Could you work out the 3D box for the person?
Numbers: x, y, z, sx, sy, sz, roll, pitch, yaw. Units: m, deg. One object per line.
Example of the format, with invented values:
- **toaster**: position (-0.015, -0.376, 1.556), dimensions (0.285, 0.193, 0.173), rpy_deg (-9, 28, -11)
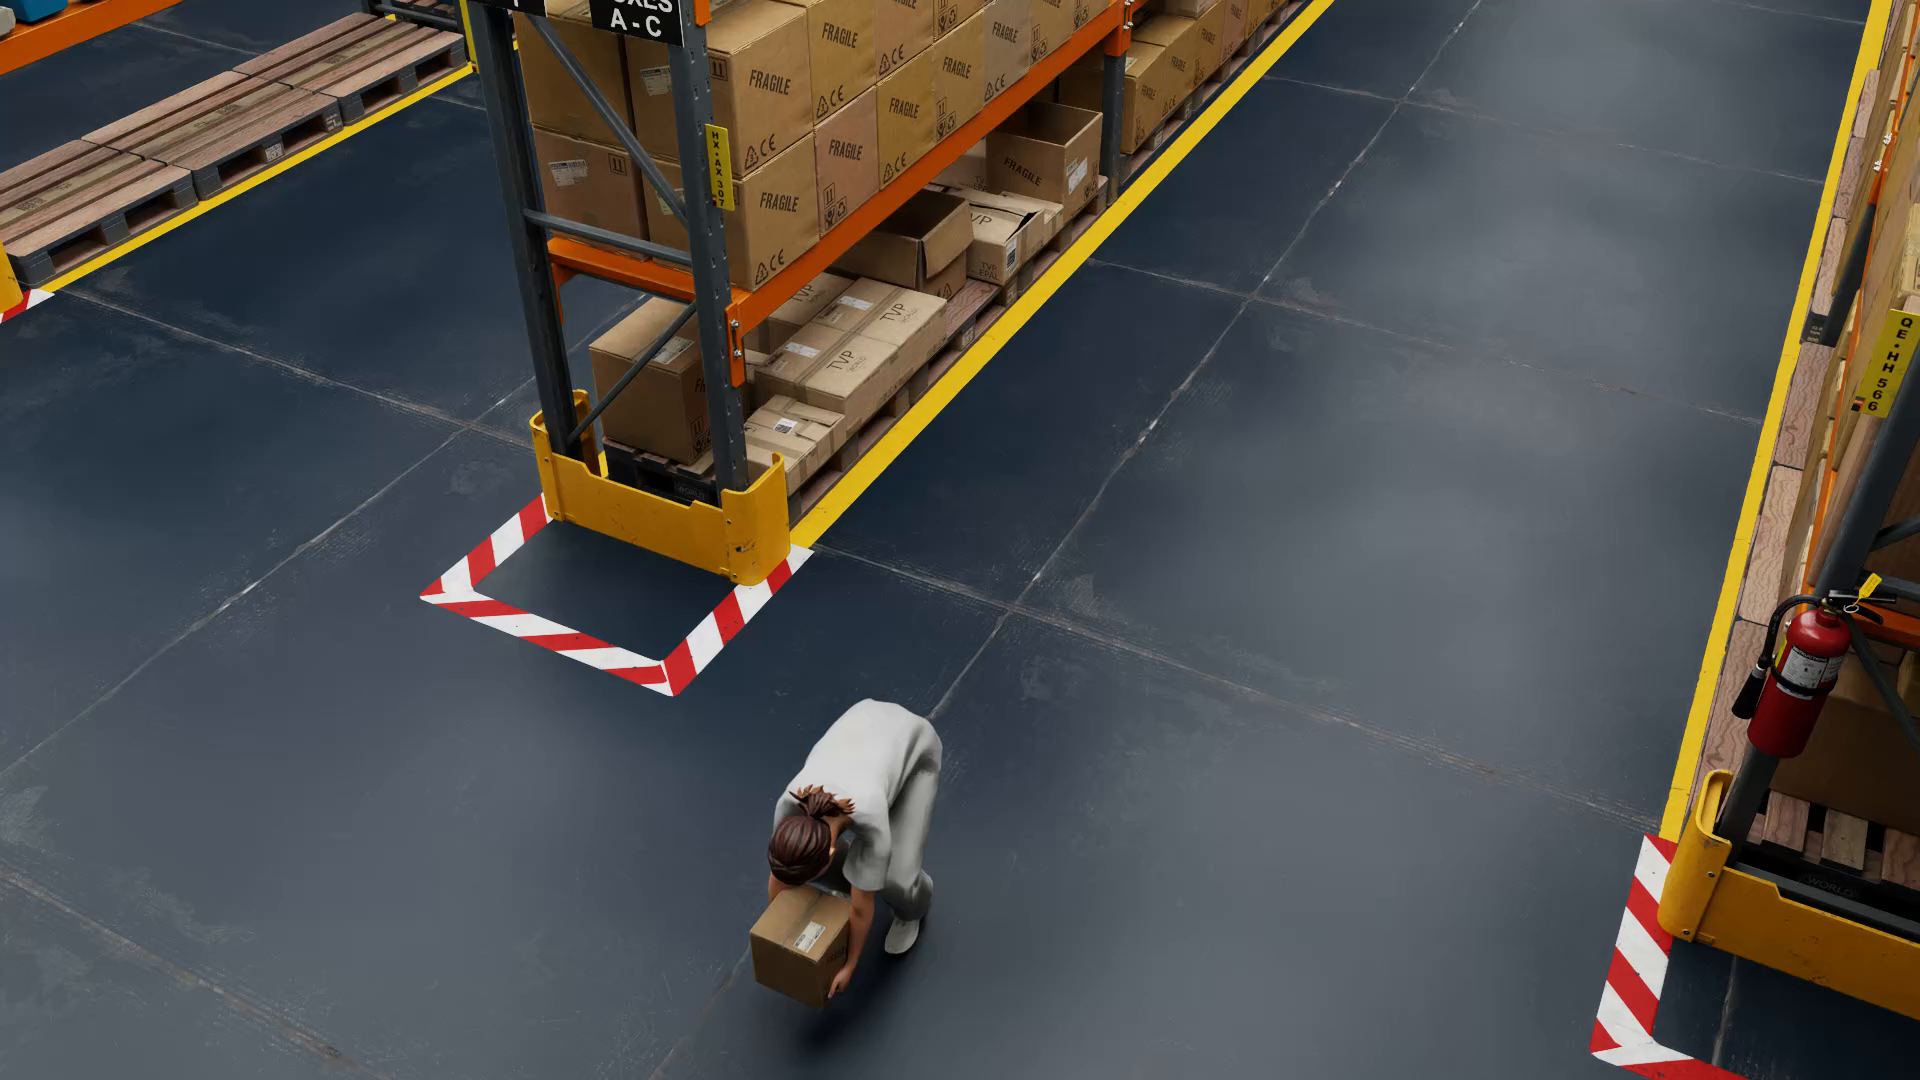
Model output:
- **person**: position (-0.353, 1.015, 5.426), dimensions (0.475, 0.976, 0.864), rpy_deg (16, 41, 19)
